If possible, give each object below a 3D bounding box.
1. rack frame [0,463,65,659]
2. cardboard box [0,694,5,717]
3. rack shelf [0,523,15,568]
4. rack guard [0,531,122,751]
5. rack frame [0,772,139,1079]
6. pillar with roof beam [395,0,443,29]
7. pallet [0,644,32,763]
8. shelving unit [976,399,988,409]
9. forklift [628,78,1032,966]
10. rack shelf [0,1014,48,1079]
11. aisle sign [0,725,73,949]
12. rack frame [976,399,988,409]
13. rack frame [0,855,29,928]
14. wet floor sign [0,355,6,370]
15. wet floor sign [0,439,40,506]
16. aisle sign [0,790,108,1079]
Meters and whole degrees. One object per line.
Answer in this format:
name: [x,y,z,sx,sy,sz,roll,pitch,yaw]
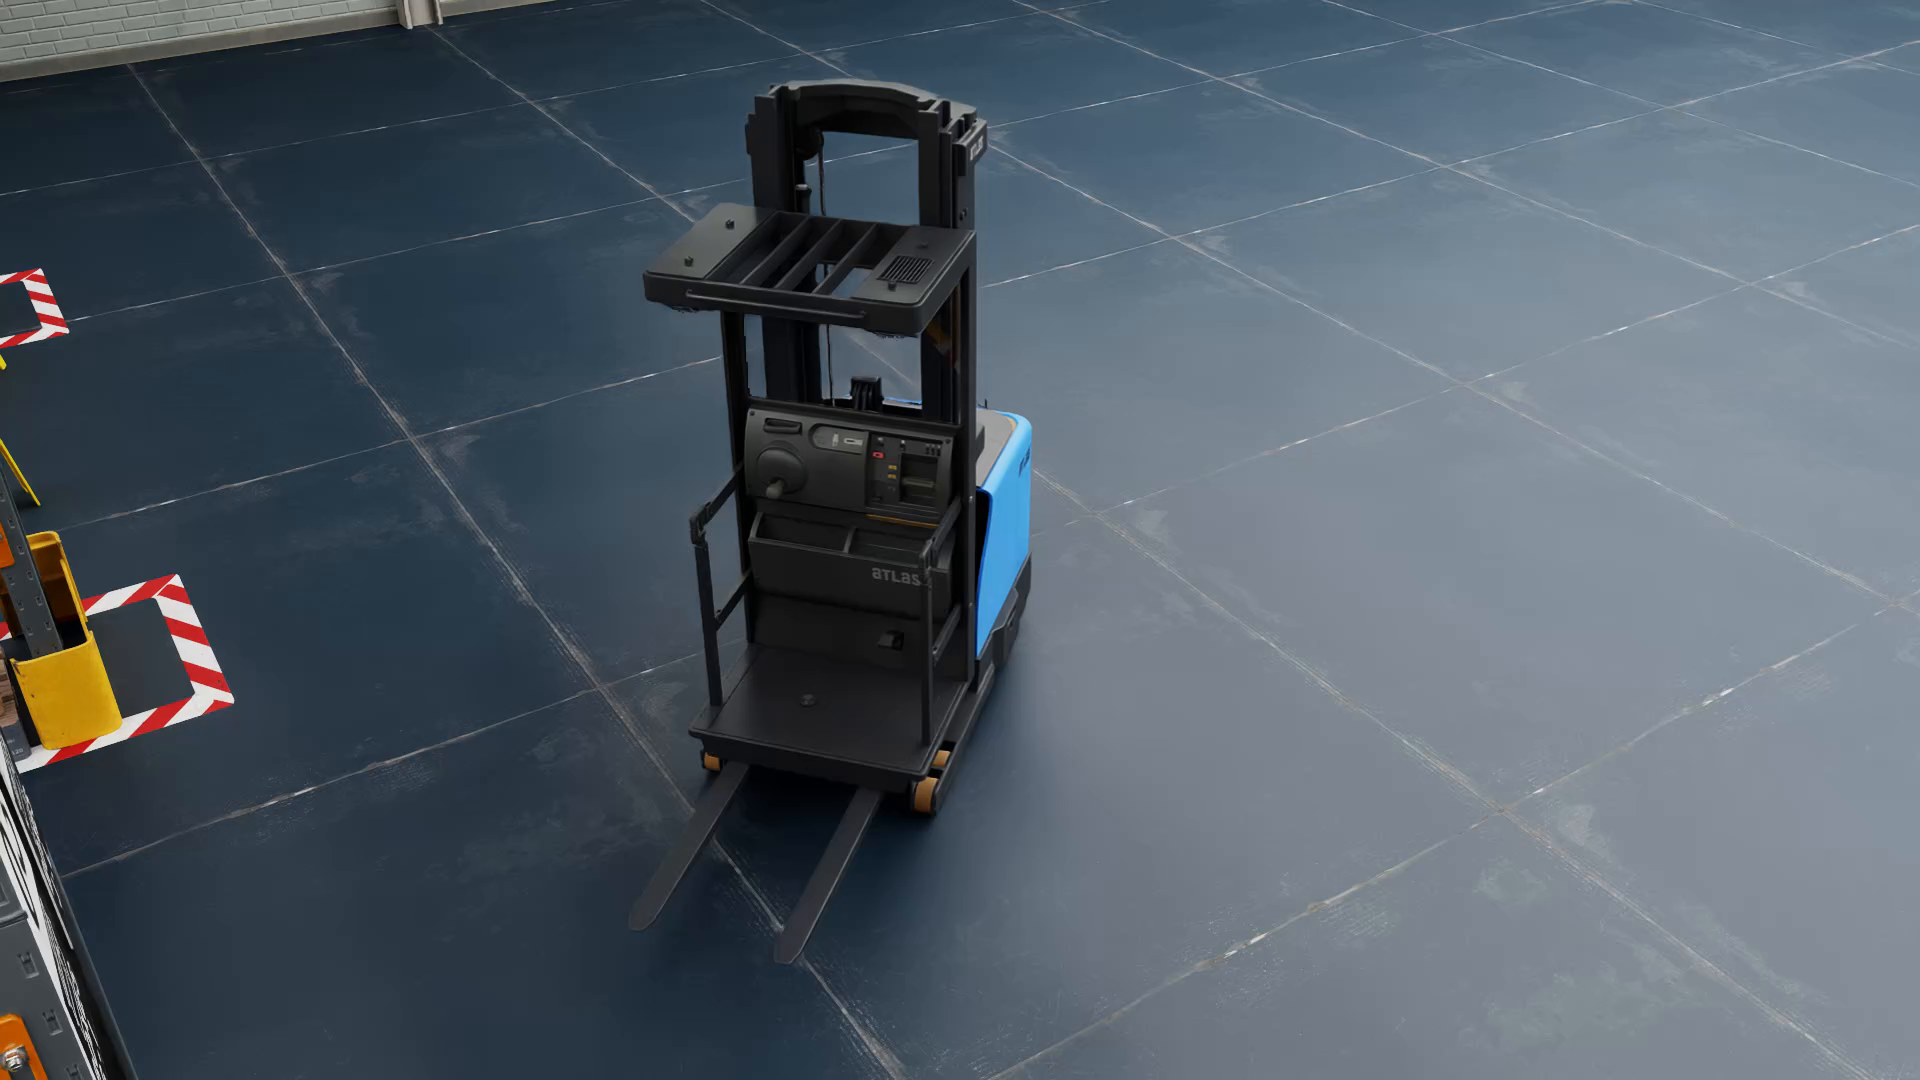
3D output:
rack frame: [-4.419,-0.584,7.365,0.127,3.000,1.000,-19,37,-27]
cardboard box: [-4.954,0.362,7.462,0.875,0.875,0.875,-19,37,-27]
rack shelf: [-6.100,0.298,6.640,4.000,0.370,1.077,-19,37,-27]
rack guard: [-4.399,0.466,8.043,0.348,0.500,1.175,-19,37,-27]
rack frame: [-1.817,1.669,3.793,0.127,3.000,1.000,-19,37,-27]
pillar with roof beam: [-3.577,-7.544,12.775,0.400,9.000,9.100,-19,37,-27]
pallet: [-5.049,0.861,7.687,1.213,0.211,1.003,-19,37,-27]
shelving unit: [-0.007,-0.378,9.006,0.210,0.900,0.258,-19,37,-27]
forklift: [-0.539,-0.269,6.929,1.130,2.935,3.031,9,33,14]
rack shelf: [-3.498,1.283,2.268,4.000,0.370,1.077,-19,37,-27]
aisle sign: [-1.927,0.417,3.341,0.004,0.787,0.394,-19,37,-27]
rack frame: [0.079,-0.408,9.053,0.006,0.900,0.240,-19,37,-27]
rack frame: [-1.817,-0.868,2.192,0.127,3.000,1.000,-19,37,-27]
wet floor sign: [-6.447,-1.354,10.792,0.232,0.644,0.267,-7,33,-11]
wet floor sign: [-5.468,-0.485,9.414,0.232,0.644,0.267,-26,41,-35]
aisle sign: [-1.602,0.686,2.914,0.004,0.787,0.394,-19,37,-27]
